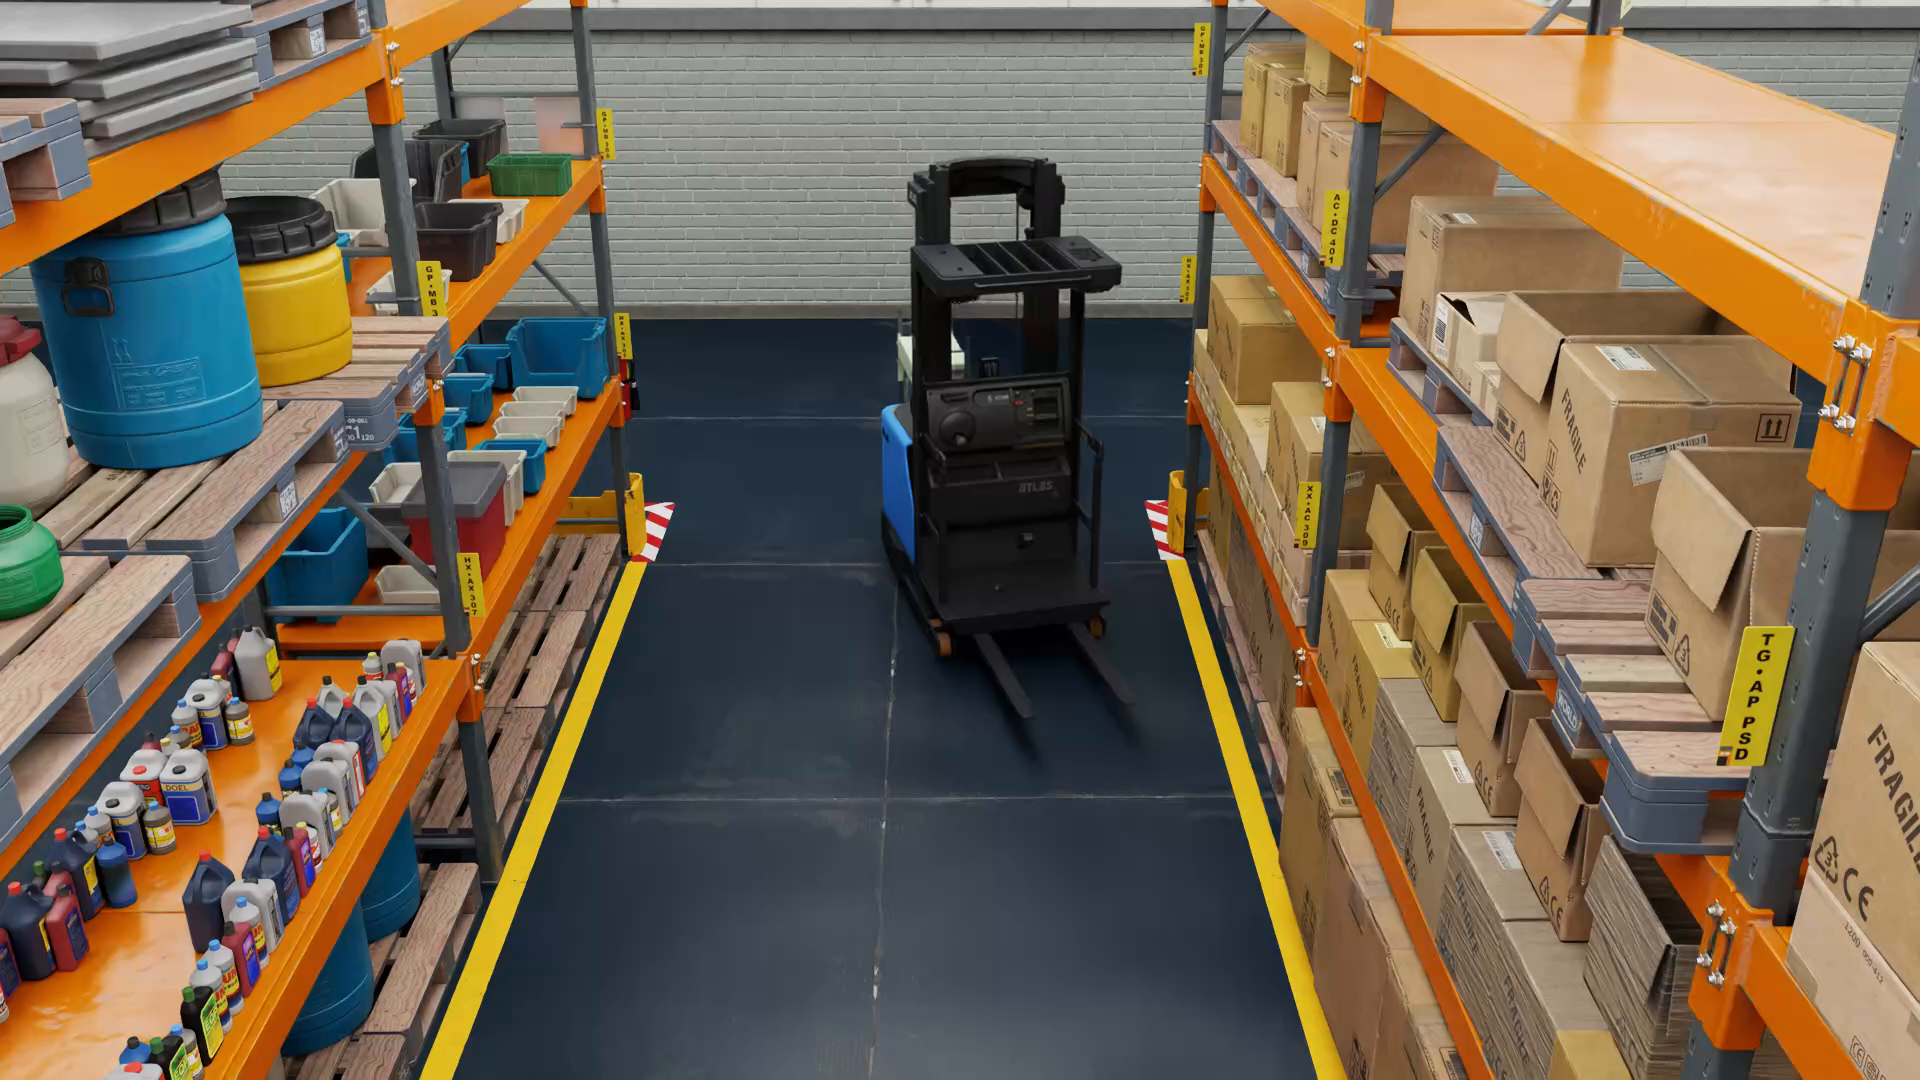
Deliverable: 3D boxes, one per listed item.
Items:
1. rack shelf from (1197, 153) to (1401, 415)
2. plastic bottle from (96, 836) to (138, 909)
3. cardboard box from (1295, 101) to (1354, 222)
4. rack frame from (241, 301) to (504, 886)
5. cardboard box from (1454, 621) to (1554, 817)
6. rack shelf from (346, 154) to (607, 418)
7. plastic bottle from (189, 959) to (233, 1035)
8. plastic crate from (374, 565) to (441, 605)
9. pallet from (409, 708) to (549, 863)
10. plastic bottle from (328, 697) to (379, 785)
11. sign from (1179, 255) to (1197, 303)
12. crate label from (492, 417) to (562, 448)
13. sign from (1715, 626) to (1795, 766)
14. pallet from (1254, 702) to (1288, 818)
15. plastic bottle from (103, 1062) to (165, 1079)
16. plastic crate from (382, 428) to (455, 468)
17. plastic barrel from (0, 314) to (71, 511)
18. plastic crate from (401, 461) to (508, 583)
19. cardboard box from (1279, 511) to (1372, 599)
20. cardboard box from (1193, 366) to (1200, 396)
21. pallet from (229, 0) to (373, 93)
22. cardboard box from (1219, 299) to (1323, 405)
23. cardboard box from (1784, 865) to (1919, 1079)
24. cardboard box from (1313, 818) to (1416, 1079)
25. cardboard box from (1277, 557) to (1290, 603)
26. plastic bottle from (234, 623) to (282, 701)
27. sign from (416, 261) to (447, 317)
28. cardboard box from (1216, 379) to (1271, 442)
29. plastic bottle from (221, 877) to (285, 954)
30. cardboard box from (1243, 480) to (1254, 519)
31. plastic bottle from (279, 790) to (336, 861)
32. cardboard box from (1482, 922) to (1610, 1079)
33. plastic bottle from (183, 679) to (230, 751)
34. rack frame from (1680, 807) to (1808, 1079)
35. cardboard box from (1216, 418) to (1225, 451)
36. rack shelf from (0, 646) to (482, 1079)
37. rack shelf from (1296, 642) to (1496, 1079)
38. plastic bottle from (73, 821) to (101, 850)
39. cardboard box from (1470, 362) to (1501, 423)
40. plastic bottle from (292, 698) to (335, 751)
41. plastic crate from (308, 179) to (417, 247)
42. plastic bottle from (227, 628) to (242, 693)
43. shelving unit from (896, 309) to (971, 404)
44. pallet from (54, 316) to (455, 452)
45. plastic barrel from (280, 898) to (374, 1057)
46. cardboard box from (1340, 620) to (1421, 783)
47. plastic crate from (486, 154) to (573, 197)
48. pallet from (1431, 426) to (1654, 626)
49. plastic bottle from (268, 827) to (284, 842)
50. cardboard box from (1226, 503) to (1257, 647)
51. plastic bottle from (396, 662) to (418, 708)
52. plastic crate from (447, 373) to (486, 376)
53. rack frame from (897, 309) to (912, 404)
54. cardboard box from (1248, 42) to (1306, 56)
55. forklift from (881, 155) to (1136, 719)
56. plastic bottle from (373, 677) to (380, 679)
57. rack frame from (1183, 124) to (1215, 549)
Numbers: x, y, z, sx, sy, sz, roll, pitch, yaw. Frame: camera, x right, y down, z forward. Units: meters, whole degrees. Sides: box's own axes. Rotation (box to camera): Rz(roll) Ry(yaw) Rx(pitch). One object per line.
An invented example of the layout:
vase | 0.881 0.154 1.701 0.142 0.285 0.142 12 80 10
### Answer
rack shelf | 2.120 -1.548 9.150 1.077 0.370 4.000 0 24 -1
plastic bottle | -3.054 1.193 6.013 0.097 0.271 0.097 0 24 0
cardboard box | 2.072 -1.878 8.254 0.700 0.500 0.500 1 24 2
rack frame | -2.811 0.337 7.748 1.000 3.000 0.127 0 24 -1
cardboard box | 2.176 0.614 5.797 0.797 0.503 0.637 1 24 1
rack shelf | -2.832 -1.526 9.101 1.077 0.370 4.000 0 24 -1
plastic bottle | -2.431 1.475 5.387 0.097 0.271 0.097 0 24 0
plastic crate | -2.673 0.237 8.216 0.396 0.136 0.243 0 24 -1
pallet | -2.857 1.305 8.993 1.003 0.211 1.213 0 24 -1
plastic bottle | -2.471 0.813 6.756 0.144 0.351 0.185 0 24 -1
sign | 1.543 -1.764 11.247 0.100 0.325 0.005 0 24 -1
crate label | -2.648 -0.649 10.176 0.396 0.136 0.243 0 24 -1
sign | 1.631 0.324 3.414 0.100 0.325 0.005 0 24 -1
pallet | 2.212 1.271 9.066 1.003 0.211 1.213 0 24 -1
plastic bottle | -2.454 1.671 4.949 0.152 0.276 0.135 0 24 -1
plastic crate | -3.163 -0.493 9.714 0.416 0.233 0.300 0 24 -1
plastic barrel | -2.937 -0.365 4.985 0.433 0.535 0.433 0 24 0
plastic crate | -2.570 -0.089 8.539 0.402 0.464 0.583 0 24 -1
cardboard box | 1.875 0.067 8.167 0.500 0.250 0.500 -1 24 -2
cardboard box | 1.772 -1.071 11.167 0.380 0.149 0.250 0 24 0
pallet | -2.771 -1.787 5.880 1.003 0.211 1.213 0 24 -1
cardboard box | 1.851 -1.124 9.890 0.500 0.500 0.500 -1 24 -2
cardboard box | 1.936 0.859 3.135 0.500 0.250 0.500 0 24 0
cardboard box | 2.180 1.723 6.752 1.225 0.875 0.875 -1 24 -2
cardboard box | 1.808 0.199 8.359 0.380 0.149 0.250 0 24 0
plastic bottle | -3.130 0.523 7.398 0.144 0.351 0.185 0 24 -1
sign | -2.261 -1.036 7.132 0.100 0.325 0.005 0 24 -1
cardboard box | 1.848 -0.781 10.040 0.500 0.250 0.500 -1 24 -2
plastic bottle | -2.464 1.290 5.791 0.152 0.276 0.135 0 24 -1
cardboard box | 1.797 -0.225 9.295 0.380 0.149 0.250 -1 24 -1
plastic bottle | -2.470 1.064 6.292 0.152 0.276 0.135 0 24 -1
cardboard box | 1.933 1.510 5.034 0.500 0.500 0.500 0 24 -1
plastic bottle | -3.183 0.737 7.015 0.152 0.276 0.135 0 24 -1
rack frame | 2.186 1.963 4.153 1.000 3.000 0.127 0 24 -1
cardboard box | 1.785 -0.648 10.231 0.380 0.149 0.250 -1 24 -2
rack shelf | -2.789 1.489 6.075 1.077 0.370 4.000 0 24 -1
rack shelf | 2.164 1.467 6.124 1.077 0.370 4.000 0 24 -1
plastic bottle | -3.199 1.153 6.100 0.097 0.271 0.097 0 24 0
cardboard box | 2.008 -0.515 5.787 0.380 0.149 0.250 -1 24 -3
plastic bottle | -2.615 0.813 6.755 0.144 0.351 0.185 0 24 -1
plastic crate | -3.139 -1.709 8.777 0.437 0.282 0.530 0 24 -1
plastic bottle | -3.233 0.543 7.434 0.061 0.283 0.133 0 24 -1
shelving unit | -0.196 -0.877 12.253 0.431 1.500 0.755 -4 25 -10
pallet | -2.704 -0.621 6.456 1.213 0.211 1.003 0 24 -1
plastic barrel | -2.814 1.618 6.953 0.600 0.901 0.708 0 24 -1
cardboard box | 1.904 0.667 6.897 0.500 0.500 0.500 0 24 0
plastic crate | -2.558 -2.176 9.923 0.450 0.188 0.336 0 24 -1
pallet | 2.110 -0.044 5.179 1.003 0.211 1.213 1 24 2
plastic bottle | -2.500 1.169 6.065 0.097 0.271 0.097 0 24 0
cardboard box | 2.195 0.081 10.382 0.875 0.875 0.875 0 24 -1
plastic bottle | -2.454 0.636 7.328 0.097 0.201 0.097 0 24 0
plastic crate | -3.260 -0.983 10.913 0.250 0.136 0.298 0 24 -1
rack frame | -0.263 -1.025 12.581 0.400 1.500 0.023 -4 25 -10
cardboard box | 2.158 -2.769 10.223 0.700 0.500 0.500 -2 24 -4
forklift | 0.304 -0.766 10.271 1.130 2.935 3.031 -6 25 -13
plastic bottle | -2.514 0.691 7.206 0.097 0.201 0.097 0 24 0
rack frame | 2.098 -1.334 11.442 1.000 3.000 0.127 0 24 -1
